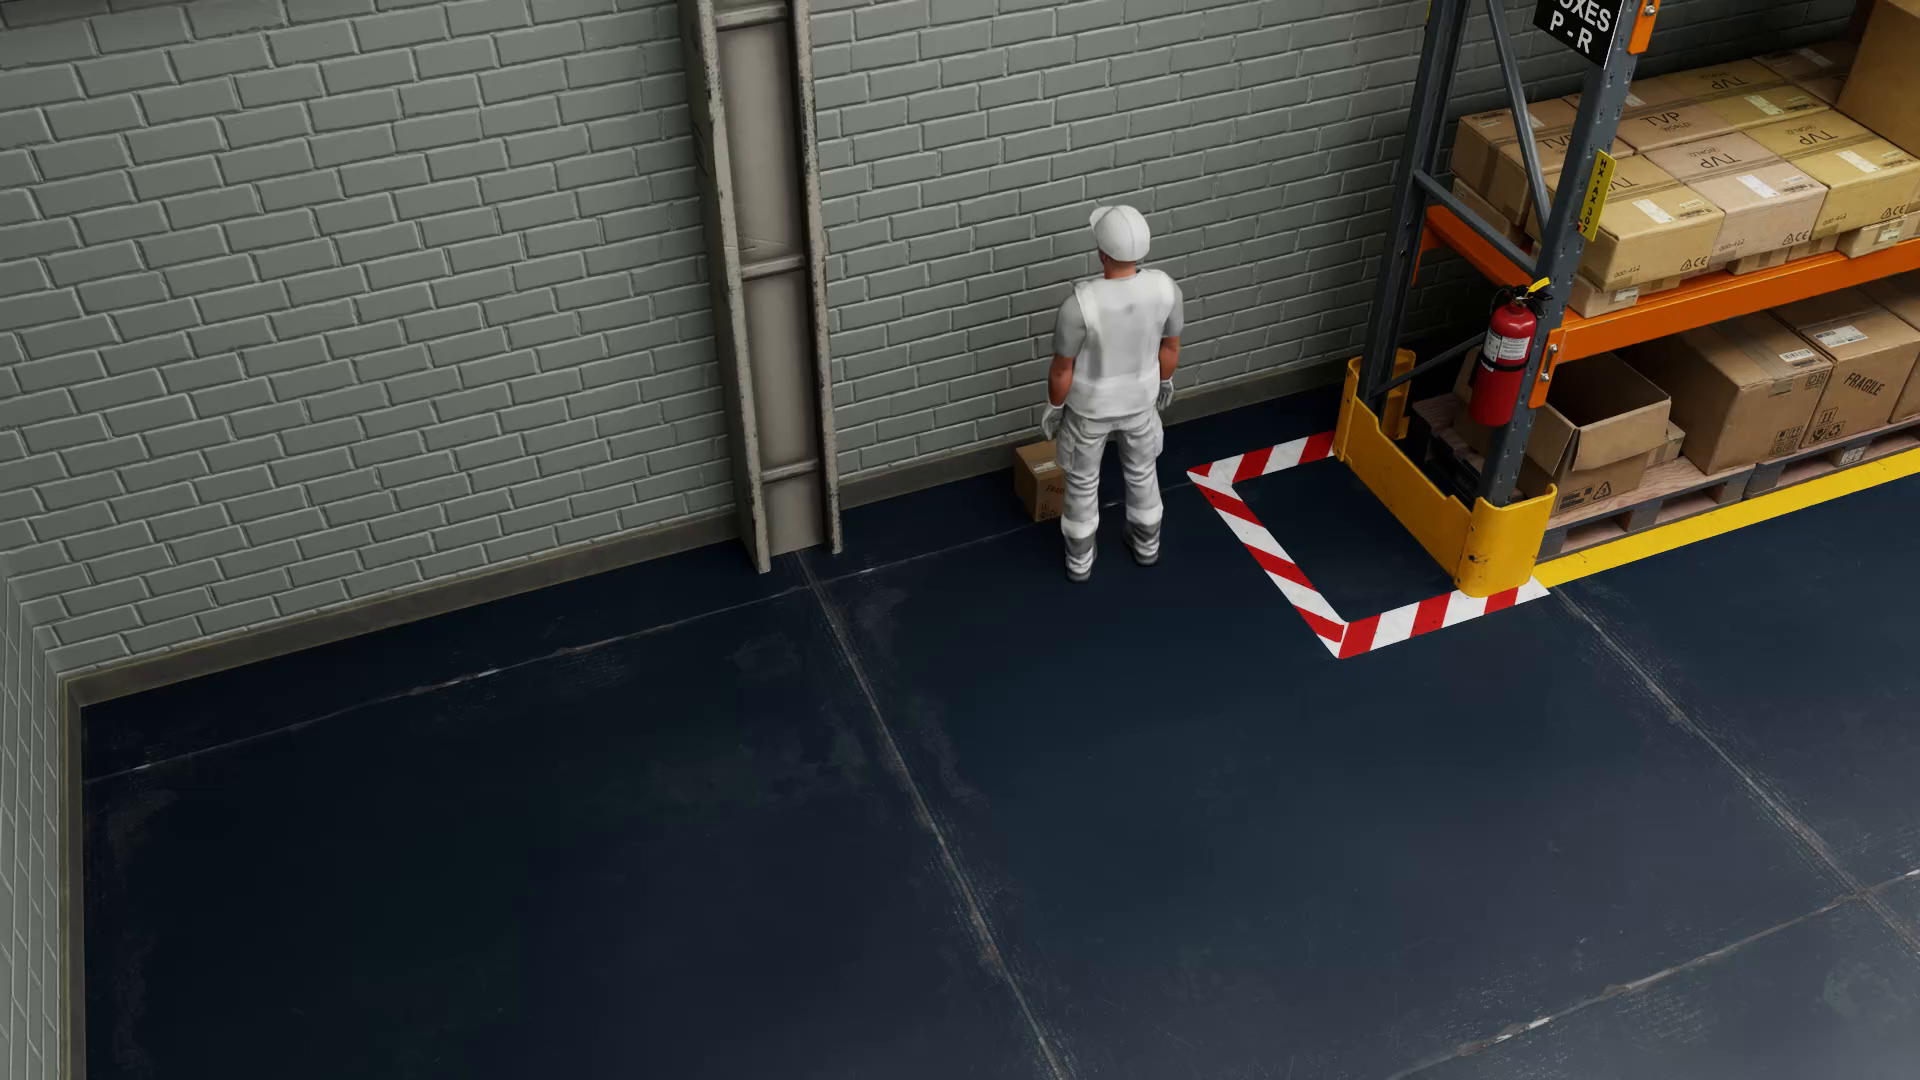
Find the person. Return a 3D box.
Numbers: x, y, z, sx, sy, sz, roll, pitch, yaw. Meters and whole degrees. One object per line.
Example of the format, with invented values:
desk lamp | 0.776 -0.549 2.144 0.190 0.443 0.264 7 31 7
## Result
person | 0.609 -0.571 6.798 0.587 1.749 0.382 -10 42 -11
